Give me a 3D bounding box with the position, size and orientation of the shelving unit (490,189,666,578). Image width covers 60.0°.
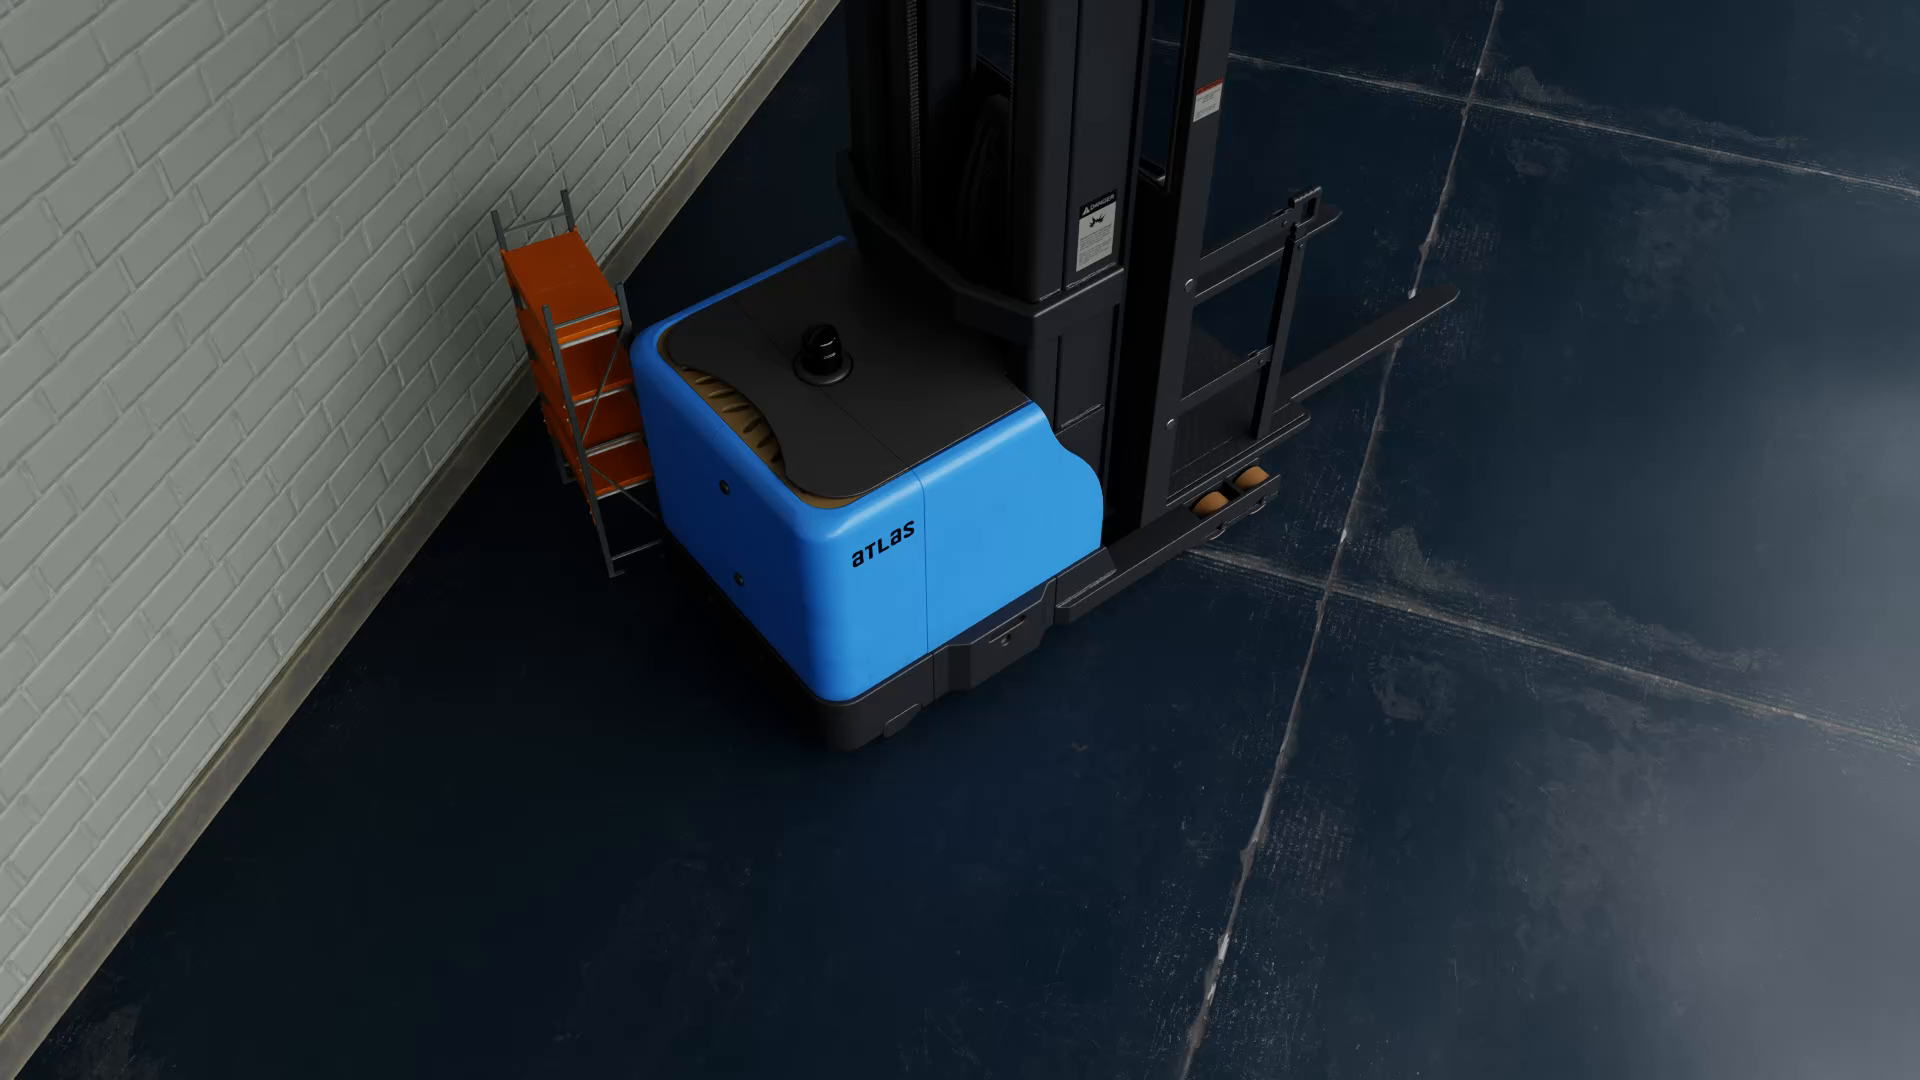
[{"bbox_3d":[-1.197,-0.473,5.366,0.258,1.200,0.503,-21,52,-18],"label":"shelving unit"}]

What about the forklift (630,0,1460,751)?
[{"bbox_3d":[0.491,-1.249,4.893,3.031,2.935,1.130,-31,56,-24],"label":"forklift"}]

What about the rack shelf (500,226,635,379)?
[{"bbox_3d":[-1.197,-0.731,5.069,0.258,0.148,0.480,-21,52,-18],"label":"rack shelf"}]

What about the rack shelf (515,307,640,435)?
[{"bbox_3d":[-1.197,-0.576,5.248,0.258,0.148,0.480,-21,52,-18],"label":"rack shelf"}]

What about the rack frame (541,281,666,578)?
[{"bbox_3d":[-1.084,-0.310,5.224,0.240,1.200,0.015,-21,52,-18],"label":"rack frame"}]

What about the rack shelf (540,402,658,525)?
[{"bbox_3d":[-1.197,-0.299,5.567,0.258,0.148,0.480,-21,52,-18],"label":"rack shelf"}]

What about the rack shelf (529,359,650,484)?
[{"bbox_3d":[-1.197,-0.429,5.417,0.258,0.148,0.480,-21,52,-18],"label":"rack shelf"}]

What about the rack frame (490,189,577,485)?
[{"bbox_3d":[-1.309,-0.637,5.508,0.240,1.200,0.015,-21,52,-18],"label":"rack frame"}]
